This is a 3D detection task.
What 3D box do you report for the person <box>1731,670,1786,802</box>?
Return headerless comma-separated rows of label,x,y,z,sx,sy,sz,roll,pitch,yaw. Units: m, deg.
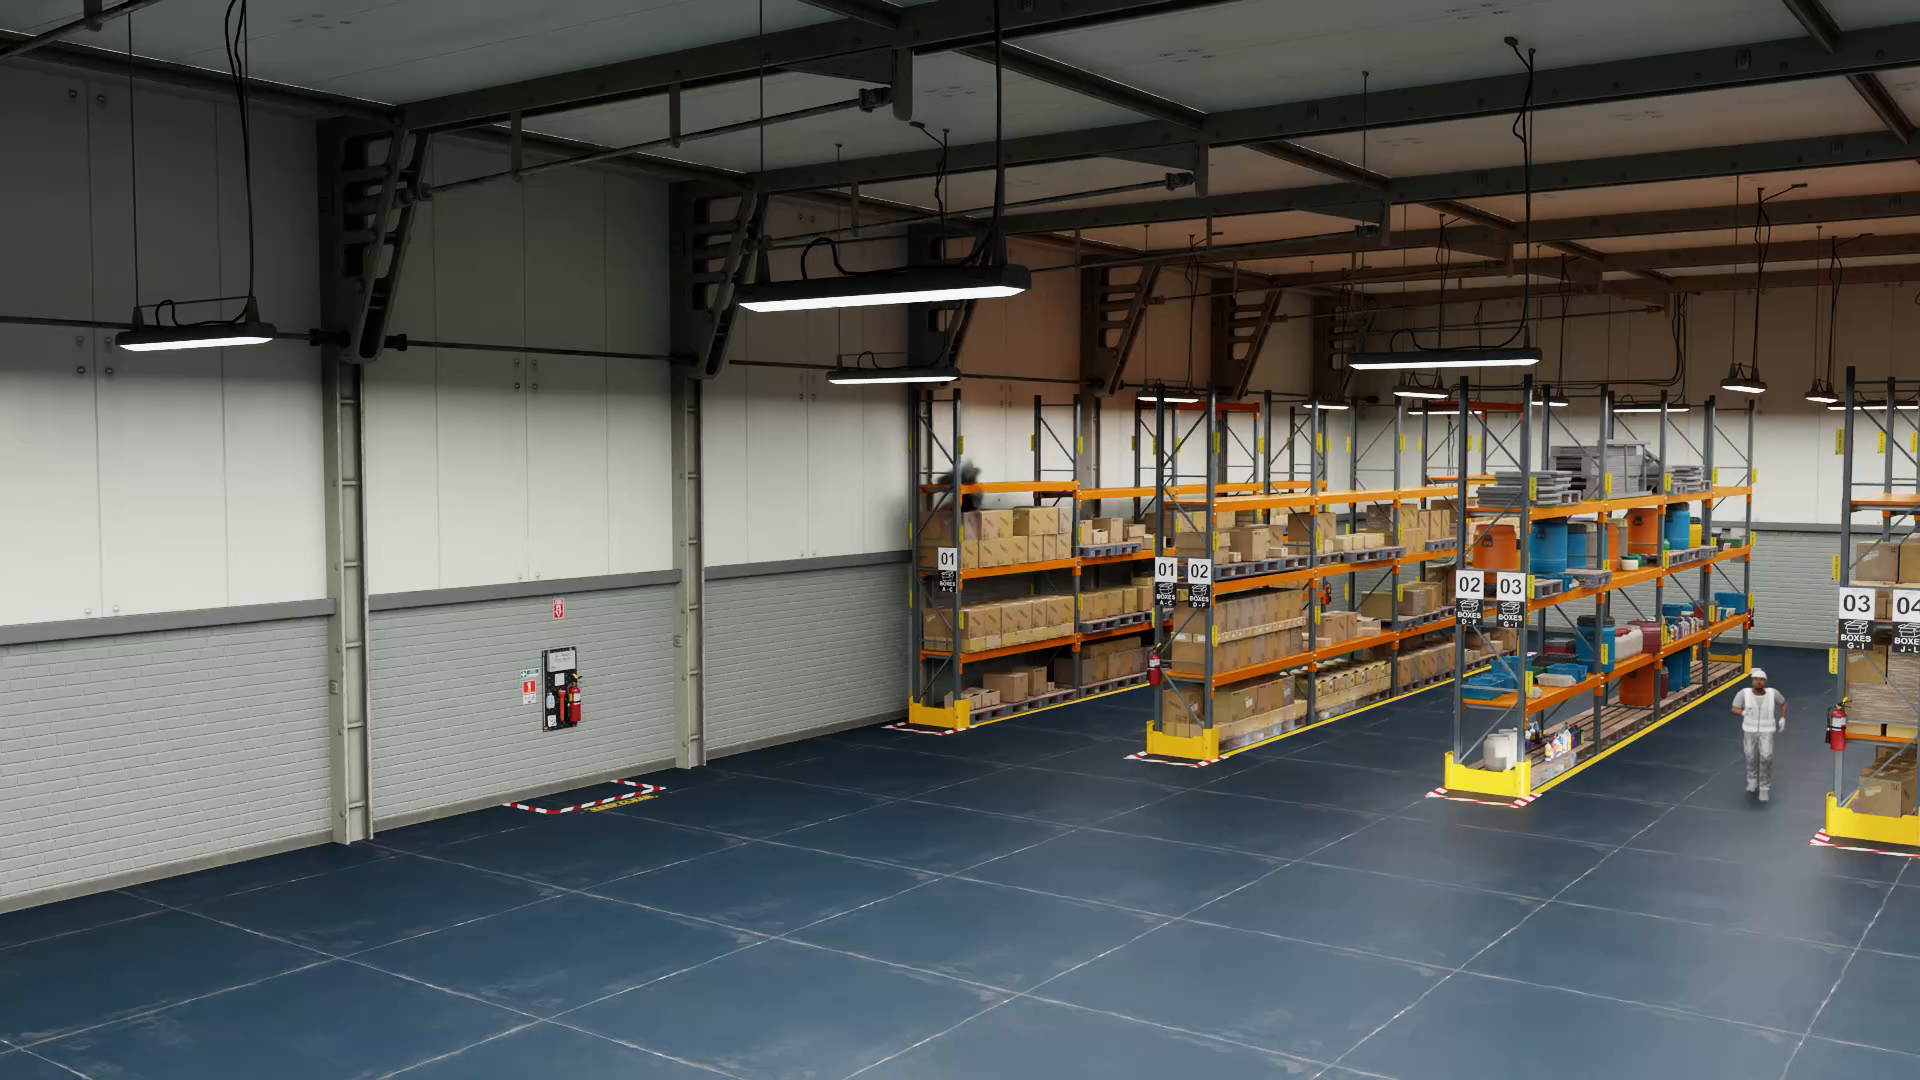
person,11.329,2.761,23.620,0.704,1.850,0.796,2,4,28
